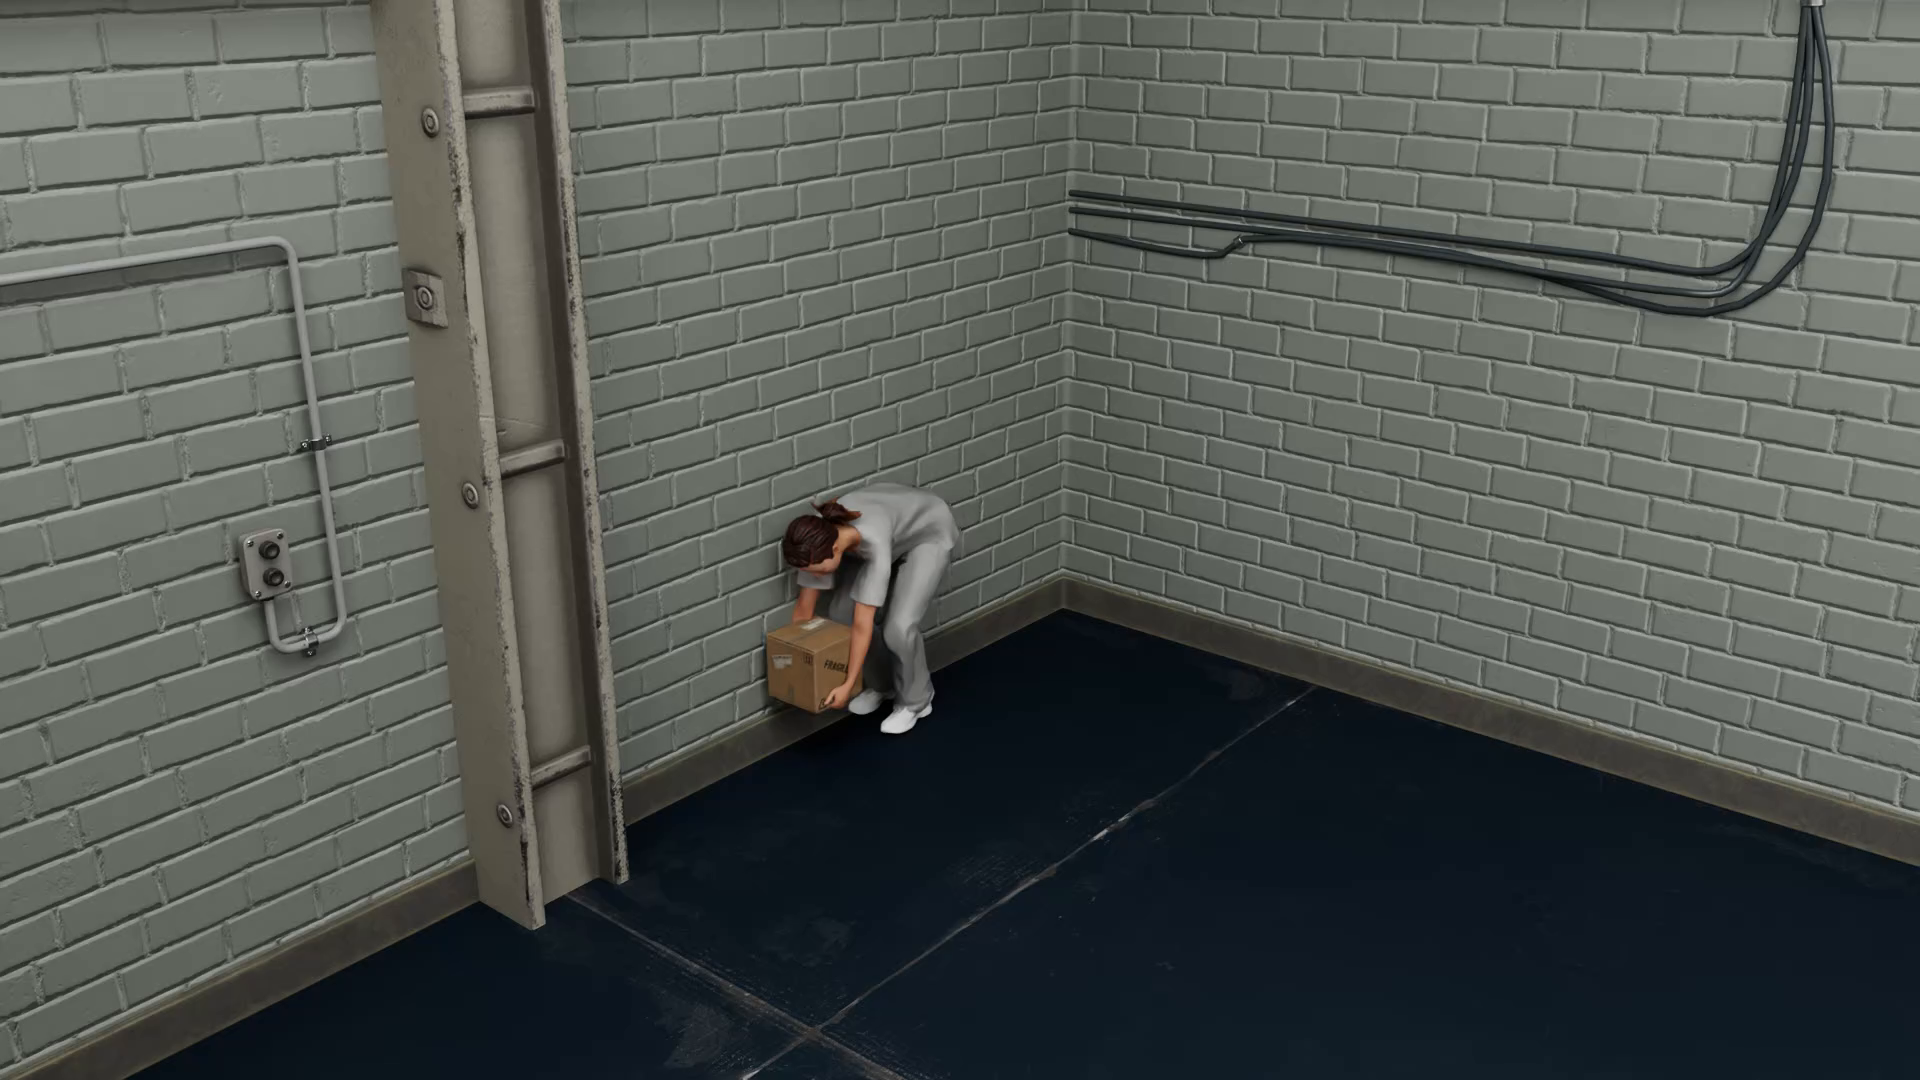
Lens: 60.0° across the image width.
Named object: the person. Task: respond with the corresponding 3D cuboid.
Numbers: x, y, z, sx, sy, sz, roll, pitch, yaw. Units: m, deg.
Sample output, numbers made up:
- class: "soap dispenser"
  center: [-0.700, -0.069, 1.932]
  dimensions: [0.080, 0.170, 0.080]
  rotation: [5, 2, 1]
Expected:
- class: "person"
  center: [-0.355, 0.259, 6.341]
  dimensions: [0.457, 1.007, 0.867]
  rotation: [14, 25, 34]
